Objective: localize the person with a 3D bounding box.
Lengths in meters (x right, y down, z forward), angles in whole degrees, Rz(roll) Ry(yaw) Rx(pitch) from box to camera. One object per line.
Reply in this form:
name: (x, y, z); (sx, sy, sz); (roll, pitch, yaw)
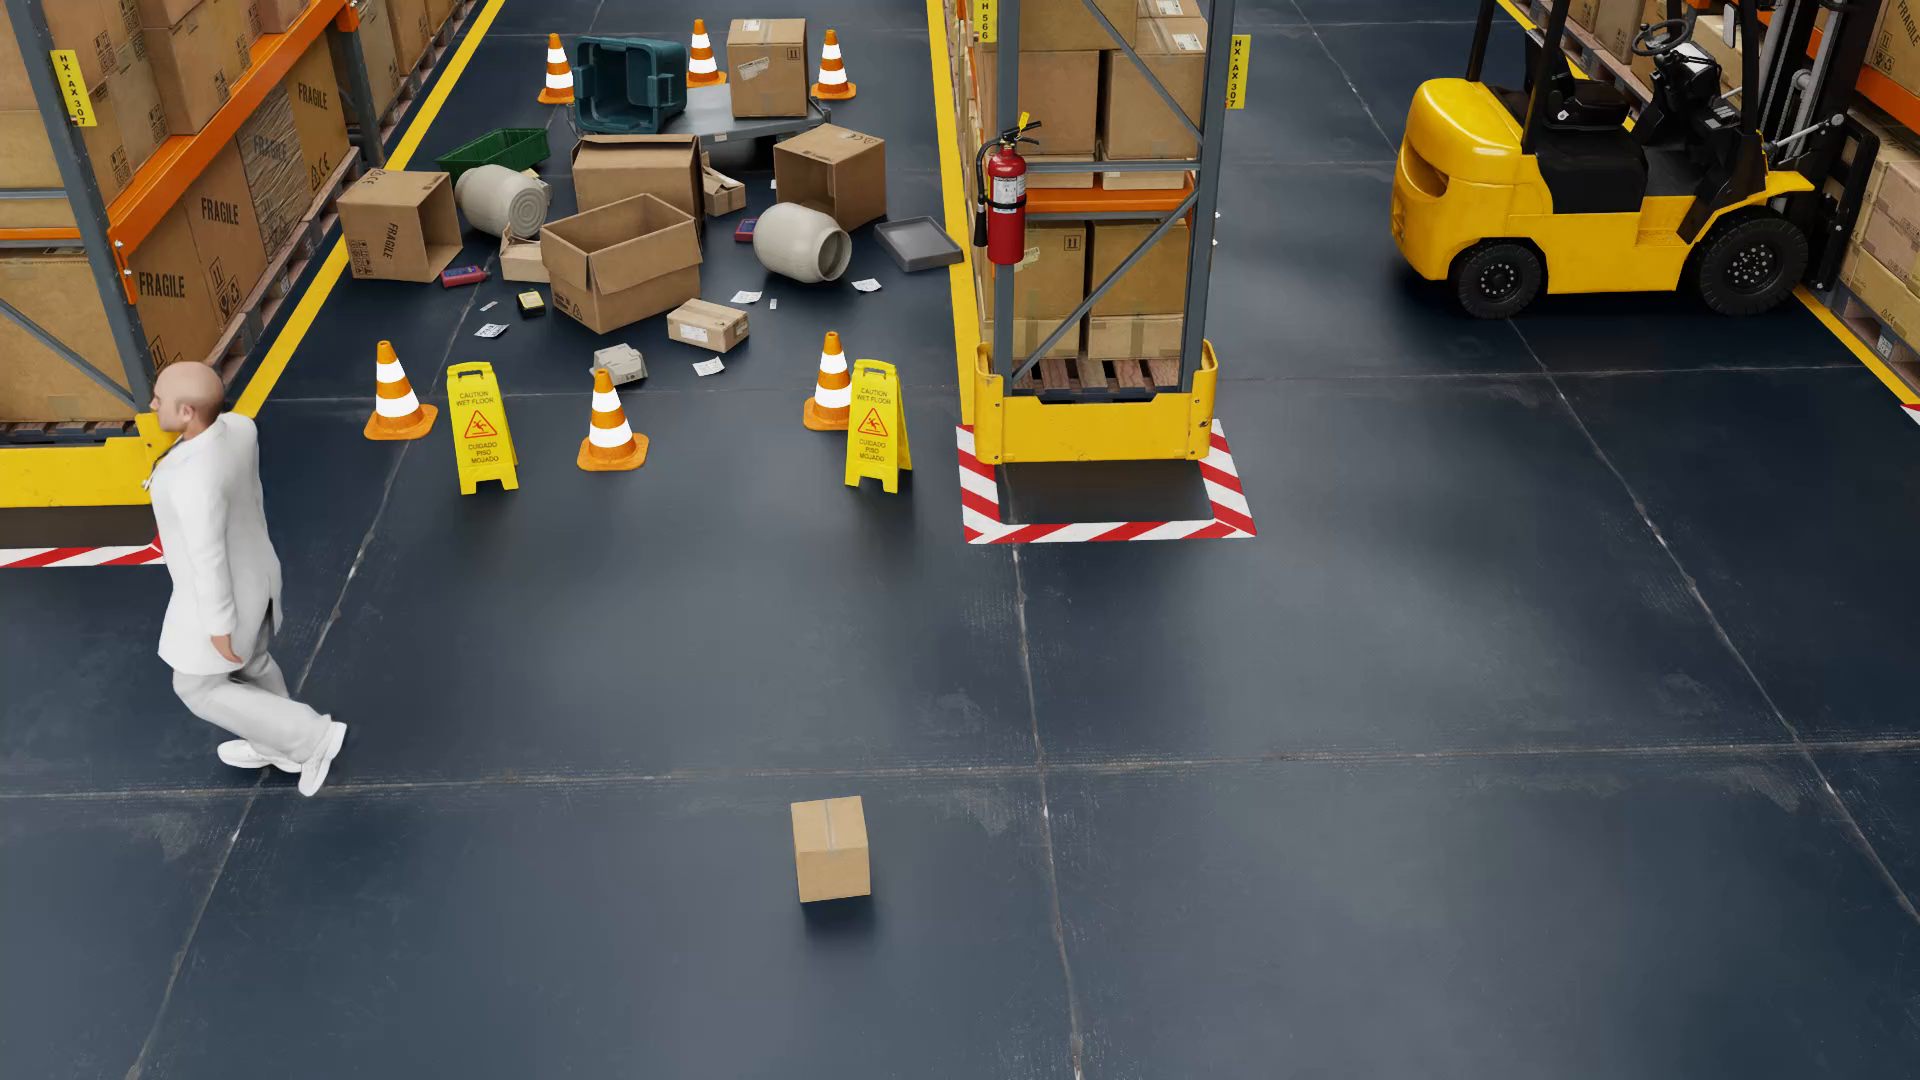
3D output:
person: (-2.560, 0.164, 5.880); (0.607, 1.761, 0.597); (0, 35, 0)
